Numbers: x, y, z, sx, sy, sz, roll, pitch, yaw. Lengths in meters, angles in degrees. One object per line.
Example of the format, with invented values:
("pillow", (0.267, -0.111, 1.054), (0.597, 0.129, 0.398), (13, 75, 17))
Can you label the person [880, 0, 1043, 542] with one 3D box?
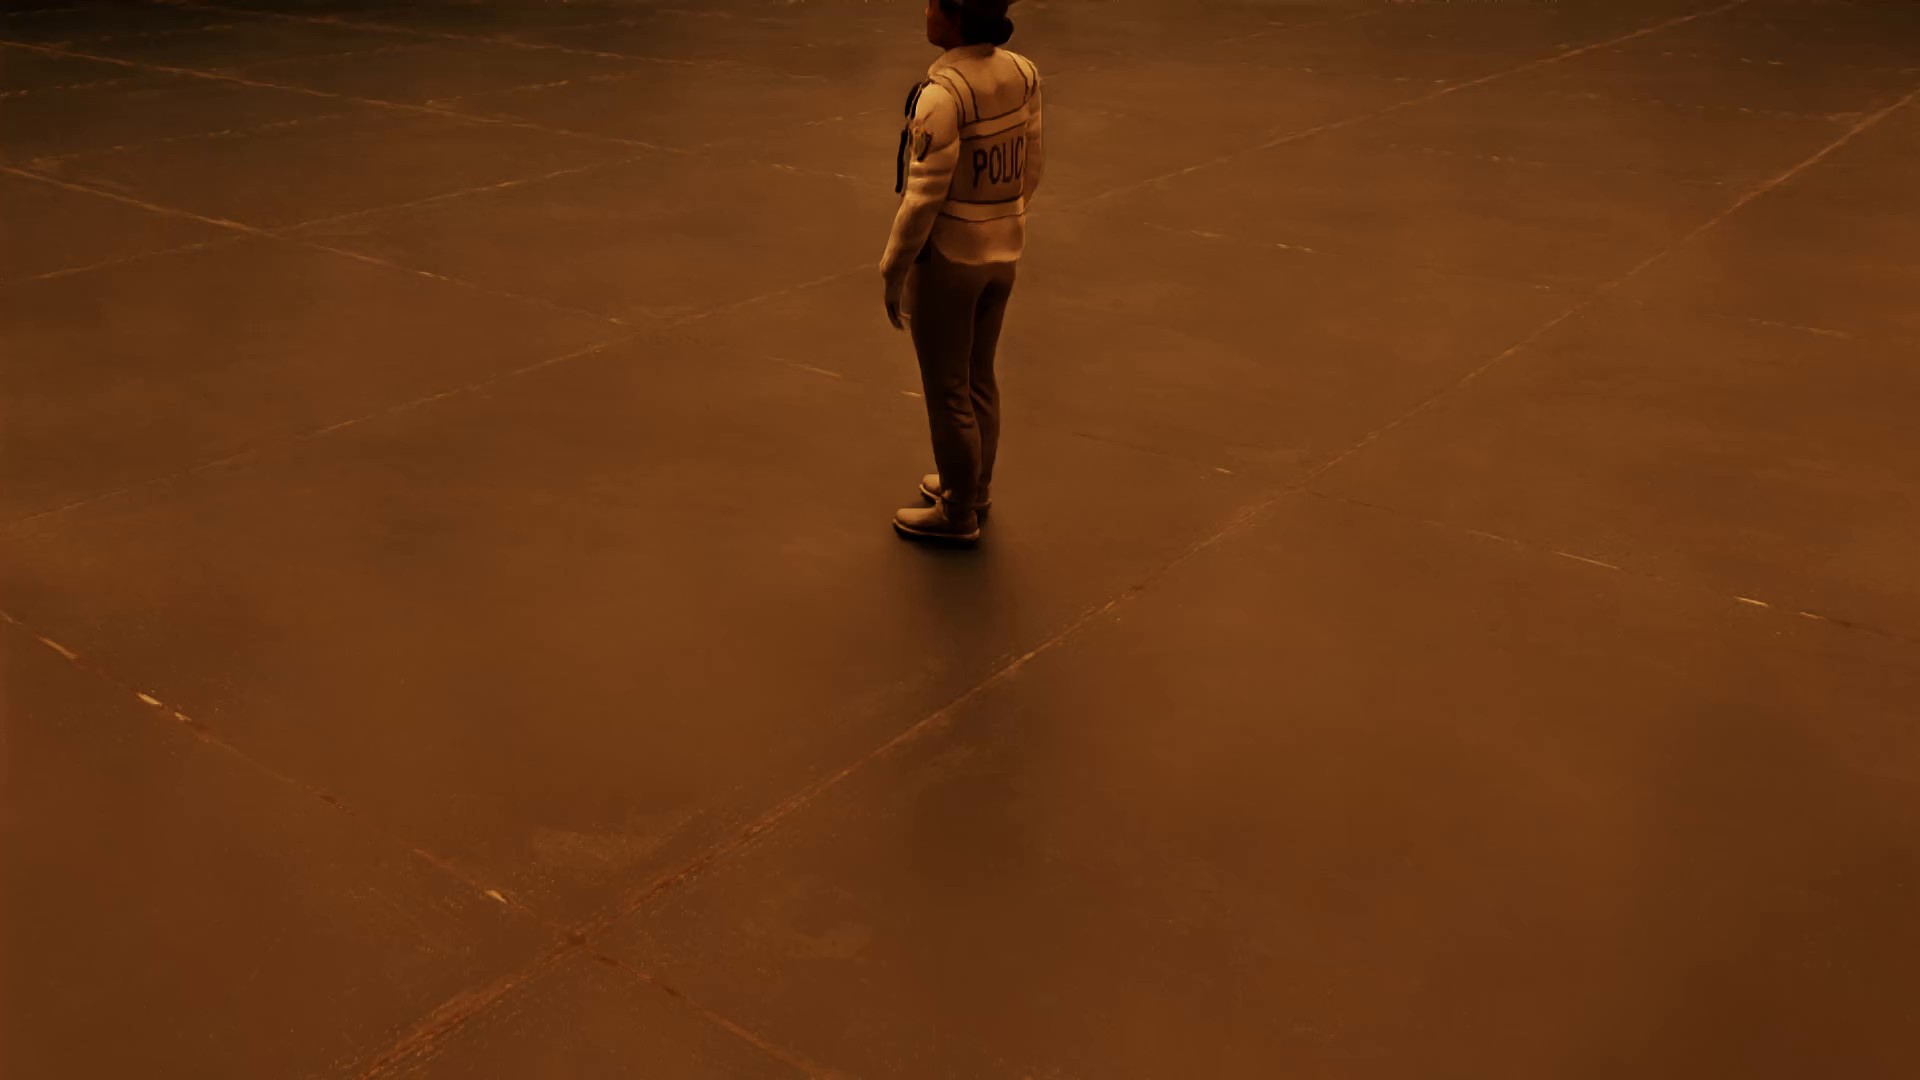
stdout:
("person", (-0.049, -0.803, 4.717), (0.532, 1.695, 0.586), (17, 29, 34))
